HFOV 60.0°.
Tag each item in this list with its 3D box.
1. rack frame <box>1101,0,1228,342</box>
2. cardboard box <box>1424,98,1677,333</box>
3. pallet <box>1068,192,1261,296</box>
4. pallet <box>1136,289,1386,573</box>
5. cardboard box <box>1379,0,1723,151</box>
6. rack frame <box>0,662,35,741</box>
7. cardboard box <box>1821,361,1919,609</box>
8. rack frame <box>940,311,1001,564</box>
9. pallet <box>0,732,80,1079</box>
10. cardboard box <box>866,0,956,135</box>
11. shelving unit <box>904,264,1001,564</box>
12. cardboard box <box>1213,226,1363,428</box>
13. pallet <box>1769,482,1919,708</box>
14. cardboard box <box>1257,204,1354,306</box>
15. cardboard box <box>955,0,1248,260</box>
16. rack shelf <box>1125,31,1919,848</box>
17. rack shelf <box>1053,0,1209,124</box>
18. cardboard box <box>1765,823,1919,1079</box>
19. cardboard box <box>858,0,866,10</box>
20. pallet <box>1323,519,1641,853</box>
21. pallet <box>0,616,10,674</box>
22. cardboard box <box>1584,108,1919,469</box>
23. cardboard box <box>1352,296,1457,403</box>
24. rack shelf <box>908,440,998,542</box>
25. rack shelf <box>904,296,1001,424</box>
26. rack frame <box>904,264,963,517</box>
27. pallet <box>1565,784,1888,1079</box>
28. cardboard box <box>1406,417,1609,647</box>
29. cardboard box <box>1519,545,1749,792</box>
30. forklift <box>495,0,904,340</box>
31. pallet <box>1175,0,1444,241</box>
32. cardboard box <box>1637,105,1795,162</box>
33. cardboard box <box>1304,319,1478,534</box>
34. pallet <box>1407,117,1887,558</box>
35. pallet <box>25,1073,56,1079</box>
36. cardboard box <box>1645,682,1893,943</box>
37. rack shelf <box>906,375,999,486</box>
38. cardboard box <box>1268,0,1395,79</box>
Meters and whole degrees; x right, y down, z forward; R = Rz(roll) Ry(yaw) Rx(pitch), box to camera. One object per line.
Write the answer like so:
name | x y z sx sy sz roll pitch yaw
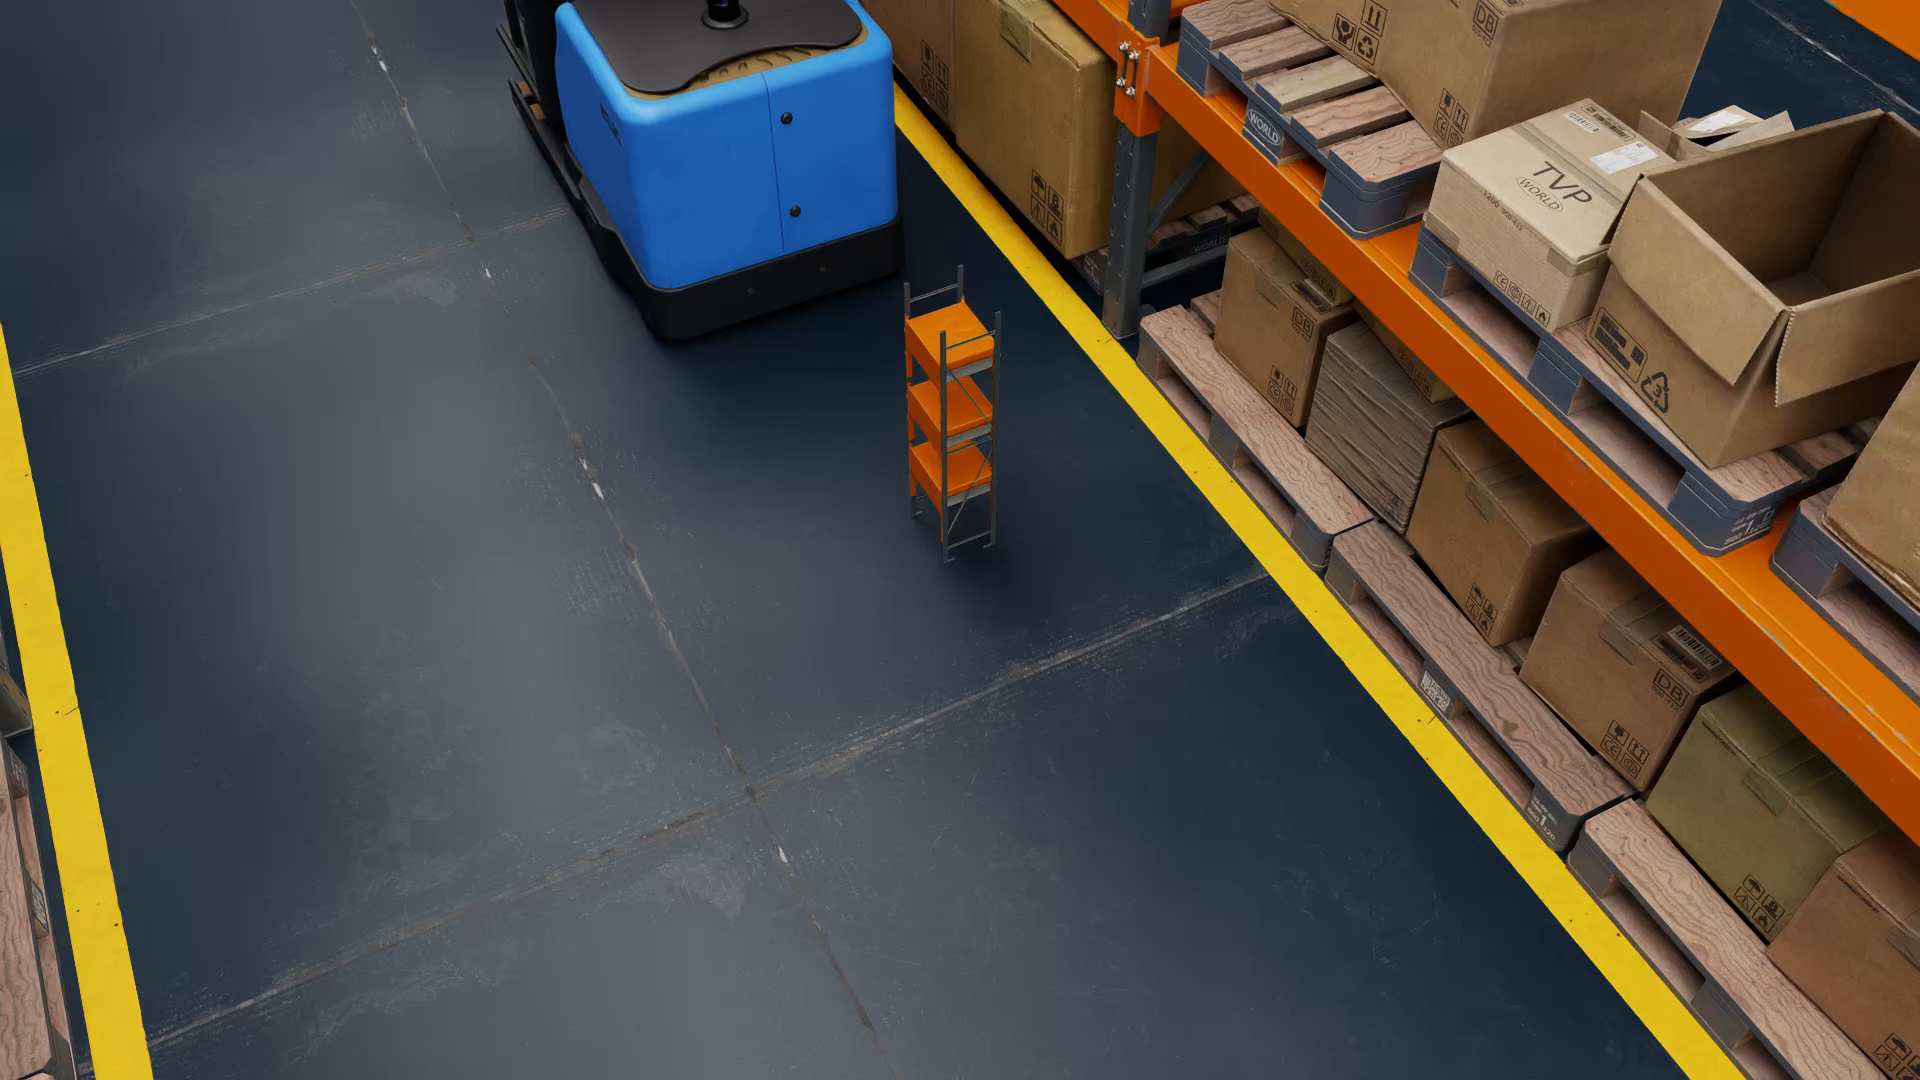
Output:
rack frame | 1.023 -1.964 5.475 1.000 3.000 0.127 -21 52 -18
cardboard box | 1.585 -0.852 4.323 0.500 0.250 0.500 -23 53 -19
pallet | 0.729 -1.600 7.009 1.003 0.211 1.213 -21 52 -18
pallet | 1.379 -0.523 6.067 1.003 0.211 1.213 -21 52 -18
cardboard box | 1.650 -1.448 4.679 0.700 0.500 0.500 -14 50 -12
rack frame | -3.381 -0.258 3.983 1.000 3.000 0.127 -21 52 -18
cardboard box | 2.614 -0.203 3.257 1.000 1.000 1.000 -21 52 -17
rack frame | 0.031 -0.300 5.315 0.200 1.050 0.008 -21 52 -18
pallet | -3.061 1.192 4.567 1.003 0.211 1.213 -21 52 -18
cardboard box | 0.324 -2.471 7.051 1.225 0.875 0.875 -21 52 -17
shelving unit | -0.024 -0.381 5.386 0.215 1.050 0.252 -21 52 -18
cardboard box | 1.347 -0.844 5.864 0.700 0.500 0.500 -24 53 -19
pallet | 2.633 0.215 3.697 1.003 0.211 1.213 -21 52 -18
cardboard box | 1.356 -1.095 5.585 0.500 0.250 0.500 -19 52 -16
cardboard box | 0.725 -1.872 6.527 1.225 0.875 0.875 -23 53 -19
rack shelf | 1.938 -0.389 4.575 1.077 0.370 4.000 -21 52 -18
rack shelf | 0.107 -3.066 6.917 1.077 0.370 4.000 -21 52 -18
cardboard box | 2.591 0.973 4.275 0.700 0.500 0.500 -25 53 -20
cardboard box | -0.088 -3.061 7.567 1.225 0.875 0.875 -23 53 -19
pallet | 1.933 0.293 5.354 1.003 0.211 1.213 -21 52 -18
pallet | -3.779 0.147 5.482 1.003 0.211 1.213 -21 52 -18
cardboard box | 1.978 -0.588 3.924 0.797 0.503 0.637 -16 51 -14
cardboard box | 1.608 -0.743 5.277 0.500 0.250 0.500 -16 51 -13
rack shelf | -0.024 -0.192 5.603 0.215 0.259 0.240 -21 52 -18
rack shelf | -0.024 -0.561 5.181 0.215 0.259 0.240 -21 52 -18
rack frame | -0.080 -0.463 5.458 0.200 1.050 0.008 -21 52 -18
pallet | 2.495 1.111 4.638 1.003 0.211 1.213 -21 52 -18
cardboard box | 1.878 -0.101 5.214 0.700 0.500 0.500 -17 51 -15
cardboard box | 2.133 0.273 4.887 0.700 0.500 0.500 -25 53 -21
forklift | -1.333 -2.845 6.291 1.130 2.935 3.031 -21 52 -17
pallet | 1.443 -1.461 5.162 1.213 0.211 1.003 -21 52 -18
cardboard box | 2.026 -1.035 4.473 0.396 0.266 0.258 -23 53 -19
cardboard box | 1.612 -0.478 5.543 0.700 0.500 0.500 -25 53 -20
pallet | 1.965 -0.590 4.401 1.003 0.211 1.213 -21 52 -18
pallet | -2.507 2.007 3.854 1.003 0.211 1.213 -21 52 -18
cardboard box | 2.390 0.647 4.560 0.700 0.500 0.500 -21 52 -18
rack shelf | -0.024 -0.374 5.394 0.215 0.259 0.240 -21 52 -18
cardboard box | 1.305 -1.788 4.975 0.500 0.500 0.500 -27 54 -22
